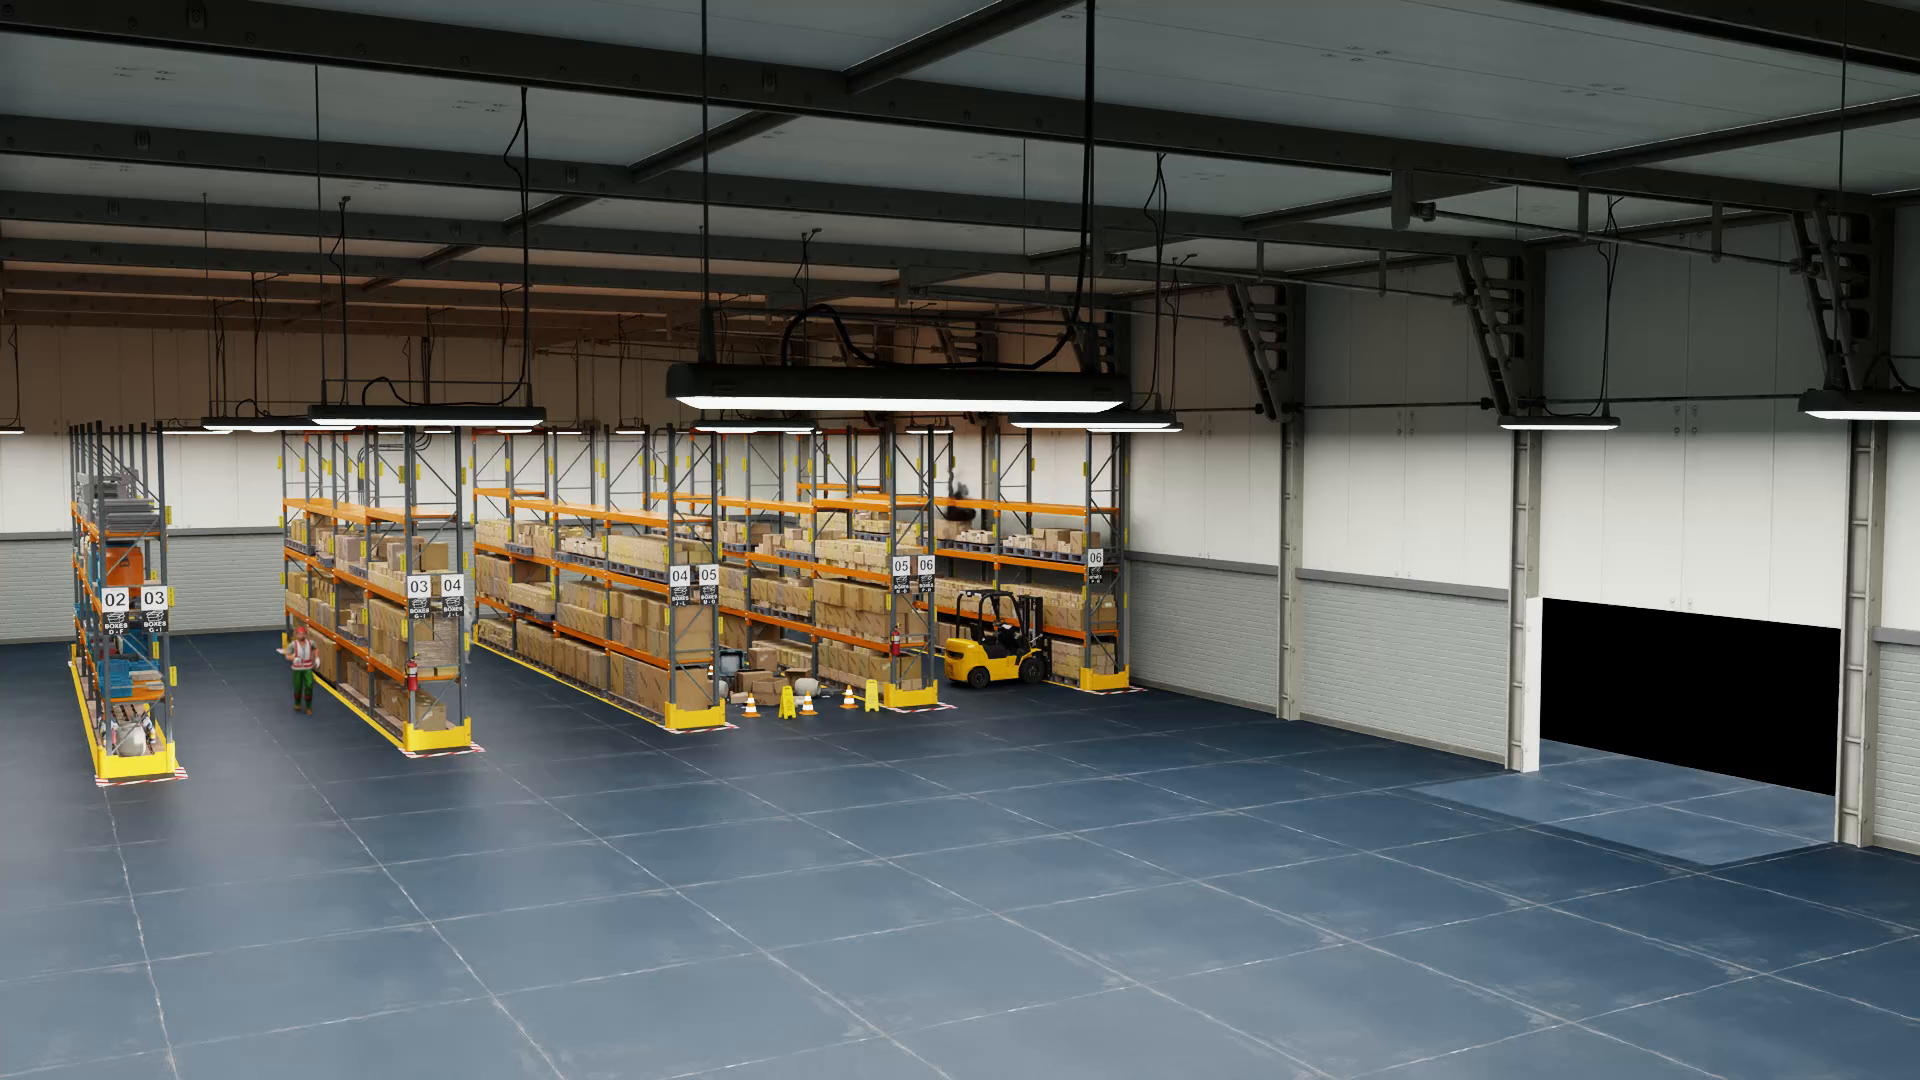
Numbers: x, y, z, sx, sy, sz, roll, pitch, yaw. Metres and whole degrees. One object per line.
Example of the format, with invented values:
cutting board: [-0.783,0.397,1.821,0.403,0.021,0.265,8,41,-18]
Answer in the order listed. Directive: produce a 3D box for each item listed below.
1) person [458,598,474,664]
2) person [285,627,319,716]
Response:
person: [-12.573,2.297,42.158,0.617,1.671,0.696,-3,5,-39]
person: [-13.586,2.720,34.386,0.680,1.864,0.770,-2,4,-30]
